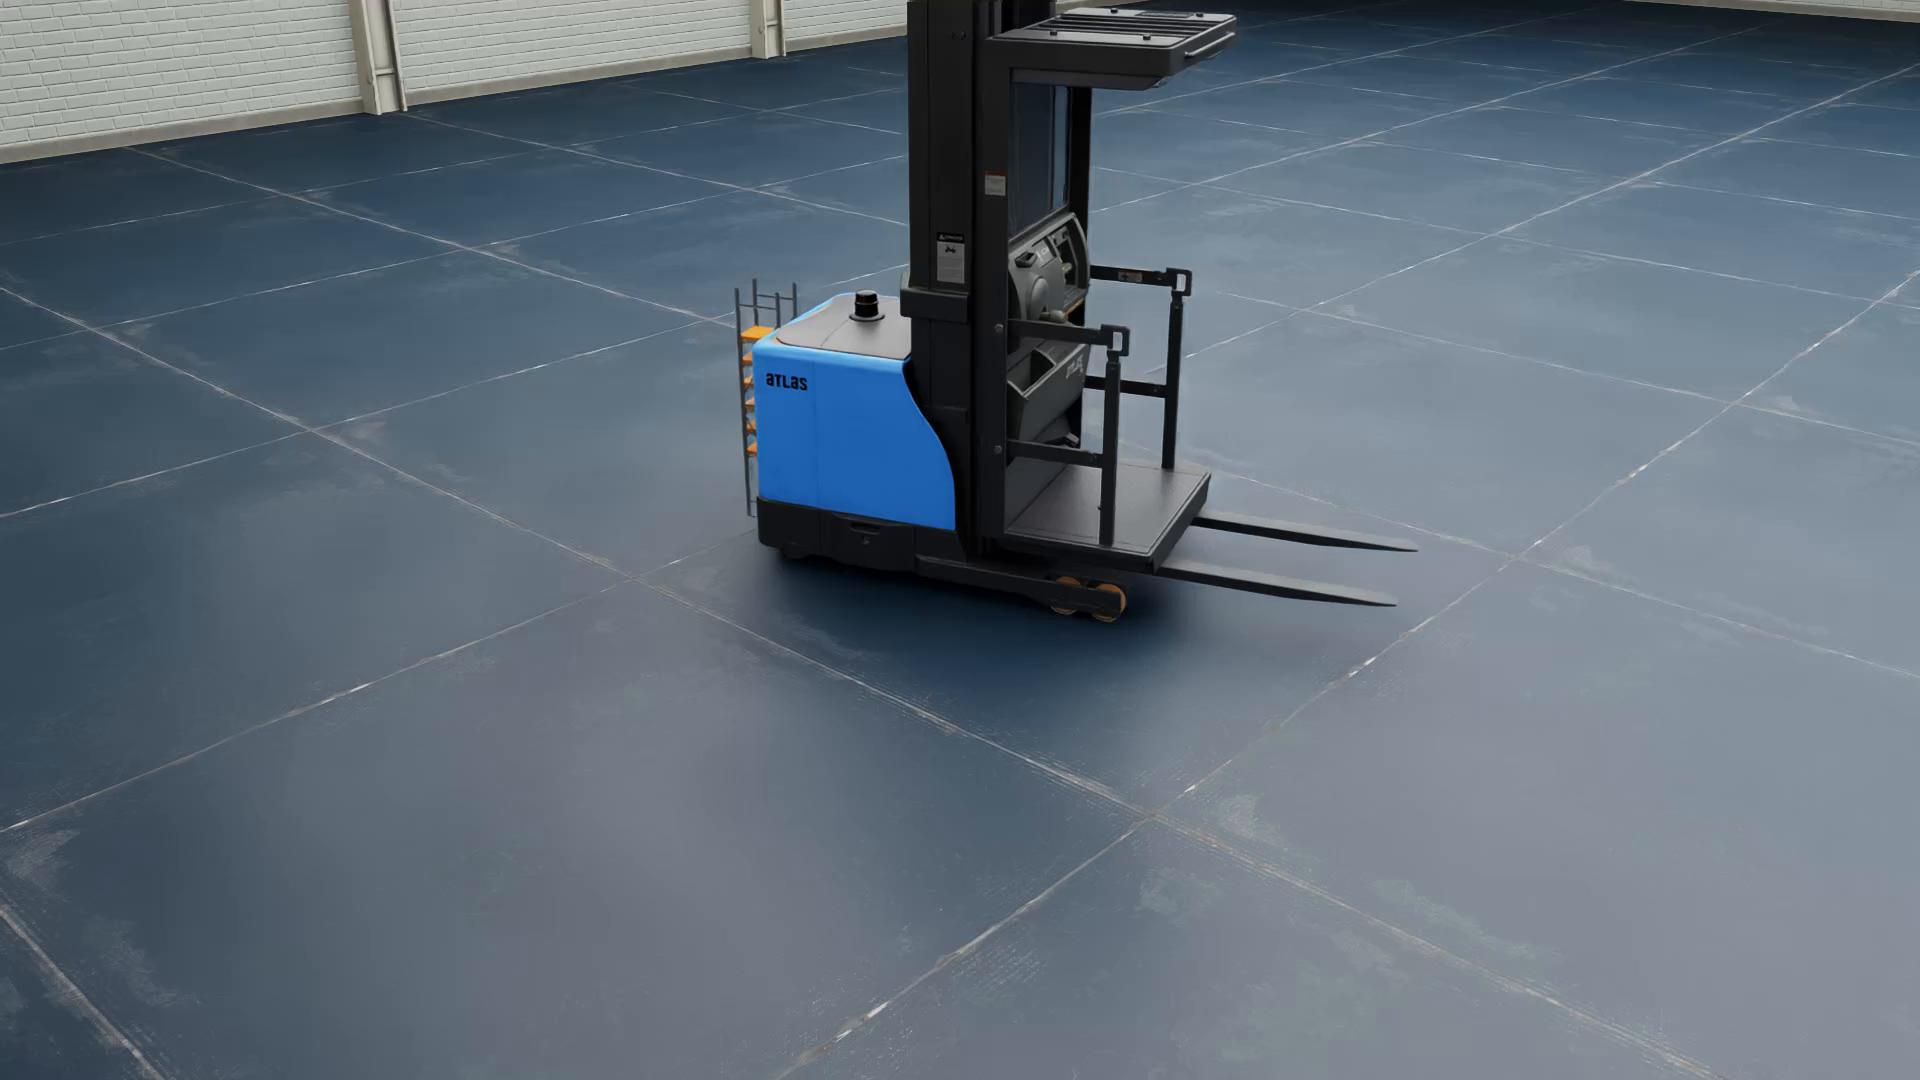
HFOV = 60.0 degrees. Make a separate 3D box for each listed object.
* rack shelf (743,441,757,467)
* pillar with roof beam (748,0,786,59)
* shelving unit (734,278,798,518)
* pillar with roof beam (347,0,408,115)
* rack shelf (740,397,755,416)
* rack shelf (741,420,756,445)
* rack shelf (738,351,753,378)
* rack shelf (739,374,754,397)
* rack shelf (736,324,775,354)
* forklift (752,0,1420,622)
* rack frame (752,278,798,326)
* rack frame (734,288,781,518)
[{"bbox_3d":[-0.944,-0.429,8.435,0.258,0.103,0.180,9,26,19],"label":"rack shelf"},{"bbox_3d":[0.502,-9.767,19.035,9.100,9.000,0.400,20,31,38],"label":"pillar with roof beam"},{"bbox_3d":[-0.944,-0.688,8.319,0.258,1.200,0.189,9,26,19],"label":"shelving unit"},{"bbox_3d":[-3.503,-7.939,14.958,9.100,9.000,0.400,20,31,38],"label":"pillar with roof beam"},{"bbox_3d":[-0.944,-0.648,8.337,0.258,0.103,0.180,9,26,19],"label":"rack shelf"},{"bbox_3d":[-0.944,-0.538,8.386,0.258,0.103,0.180,9,26,19],"label":"rack shelf"},{"bbox_3d":[-0.944,-0.867,8.239,0.258,0.103,0.180,9,26,19],"label":"rack shelf"},{"bbox_3d":[-0.944,-0.757,8.288,0.258,0.103,0.180,9,26,19],"label":"rack shelf"},{"bbox_3d":[-0.944,-0.976,8.189,0.258,0.103,0.180,9,26,19],"label":"rack shelf"},{"bbox_3d":[0.588,-1.218,7.384,3.031,2.935,1.130,10,26,20],"label":"forklift"},{"bbox_3d":[-0.911,-0.723,8.397,0.240,1.200,0.006,9,26,19],"label":"rack frame"},{"bbox_3d":[-0.977,-0.653,8.241,0.240,1.200,0.006,9,26,19],"label":"rack frame"}]
